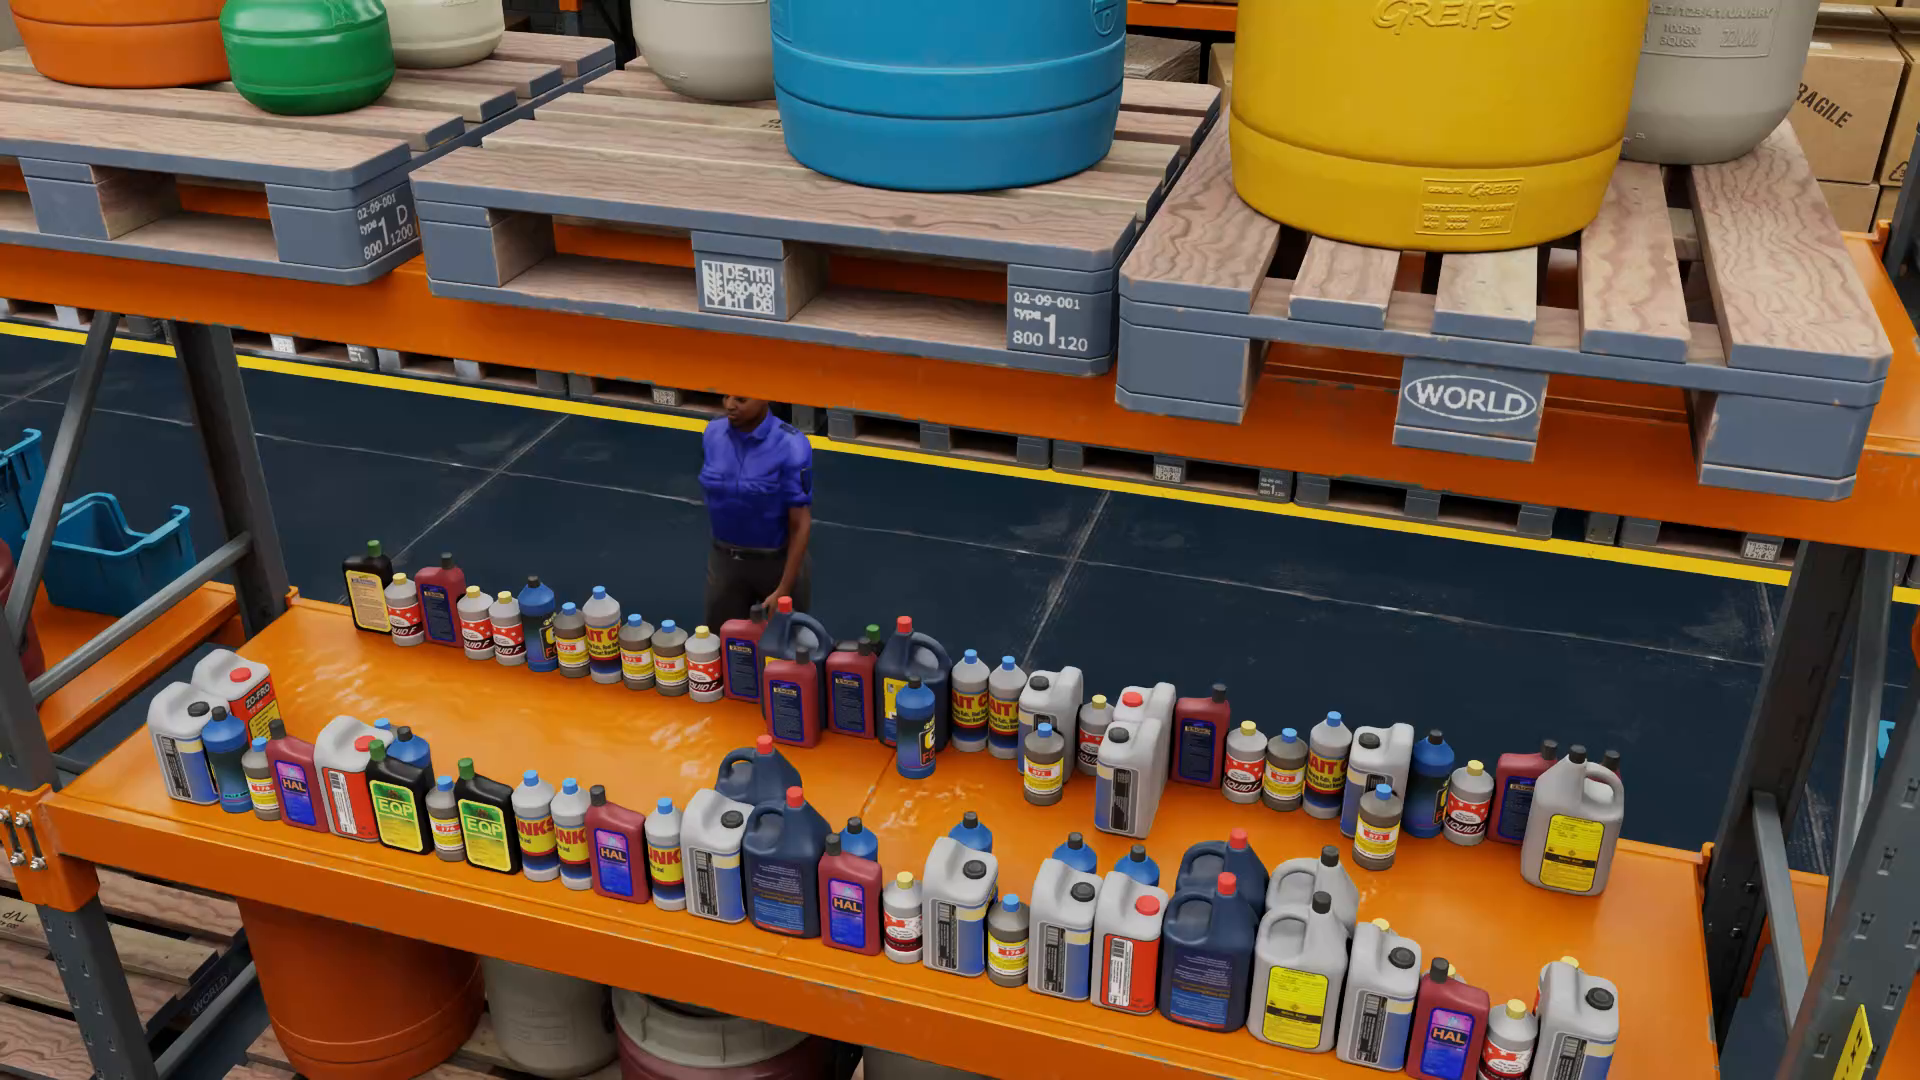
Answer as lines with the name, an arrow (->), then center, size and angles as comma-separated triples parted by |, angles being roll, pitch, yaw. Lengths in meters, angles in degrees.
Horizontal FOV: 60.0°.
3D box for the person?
person -> -0.749, 0.151, 5.844 | 0.451, 1.628, 0.866 | 8, 30, 14
